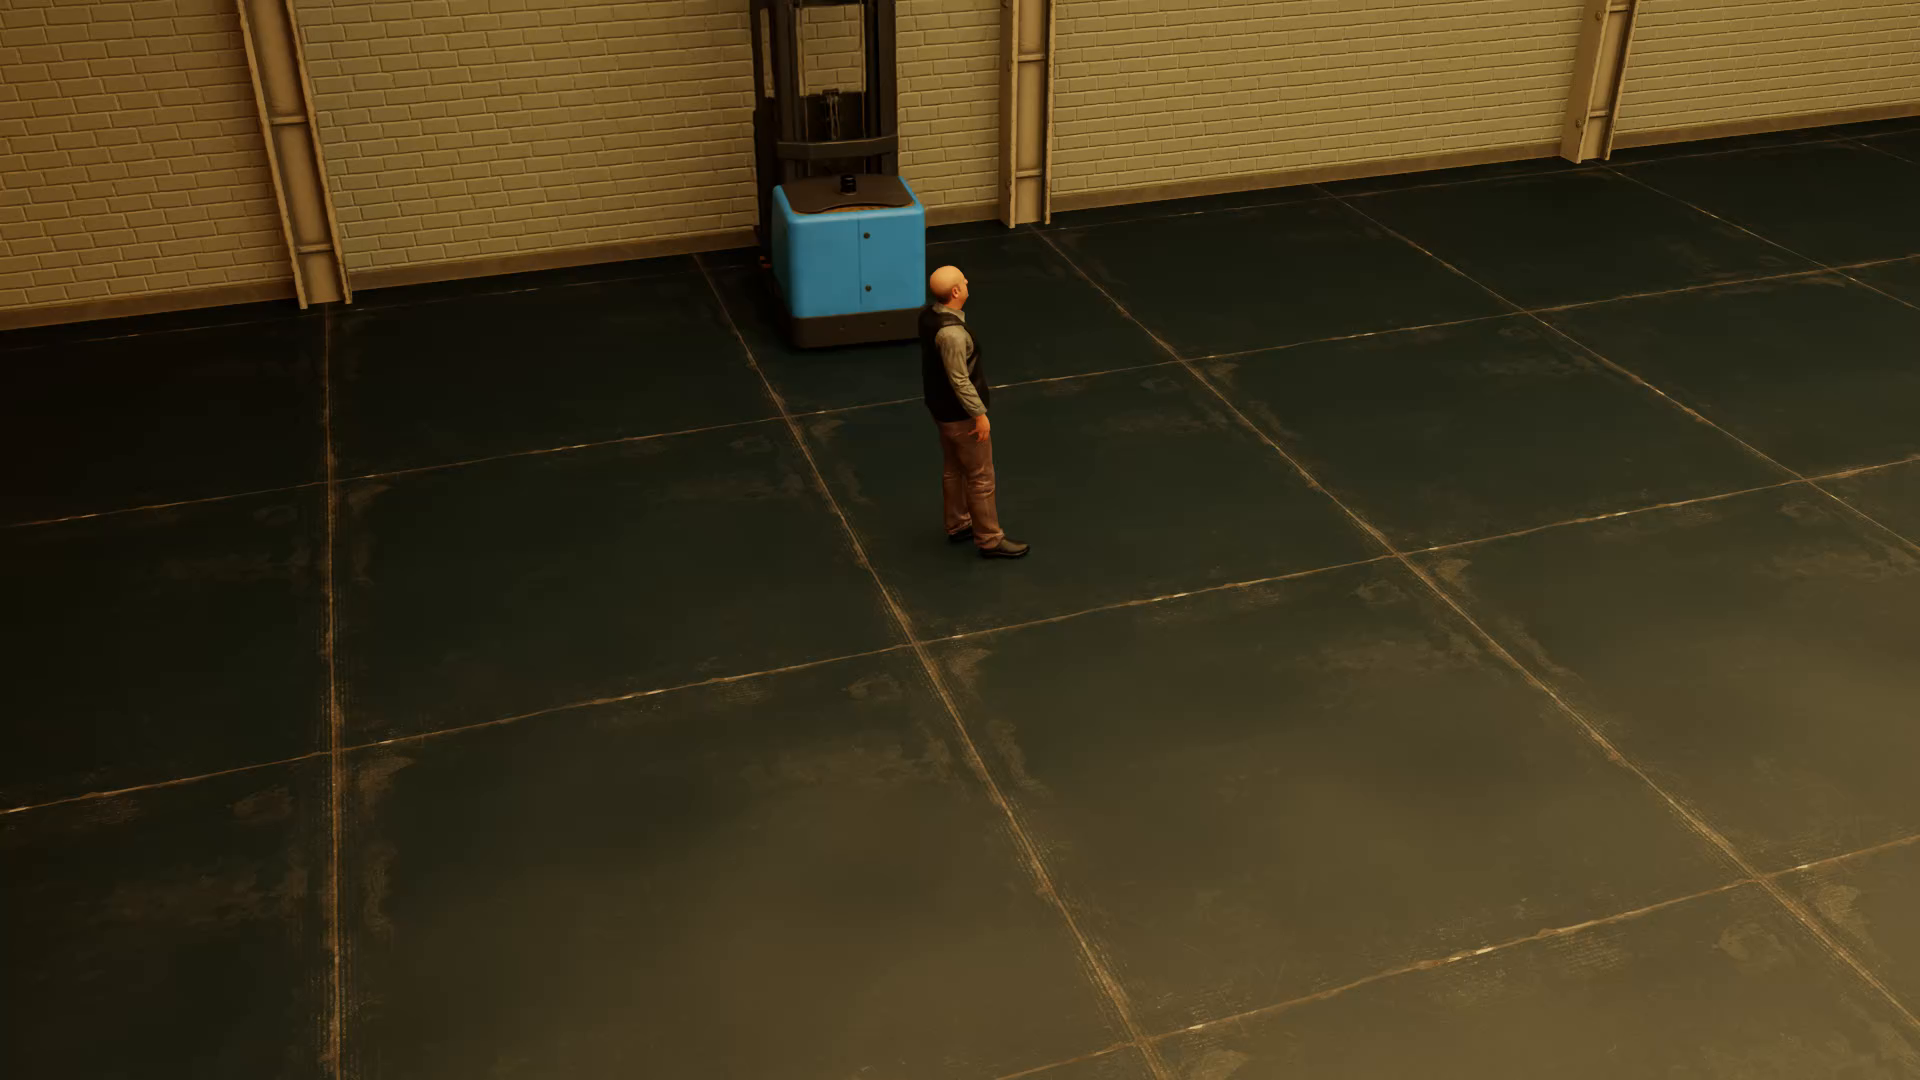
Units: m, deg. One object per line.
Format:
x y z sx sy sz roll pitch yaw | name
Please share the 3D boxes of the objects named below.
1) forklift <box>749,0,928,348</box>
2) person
-1.083 -3.416 13.023 1.130 2.935 3.031 -7 31 -12 | forklift
0.062 -0.759 9.605 0.566 1.722 0.633 -10 31 -16 | person
